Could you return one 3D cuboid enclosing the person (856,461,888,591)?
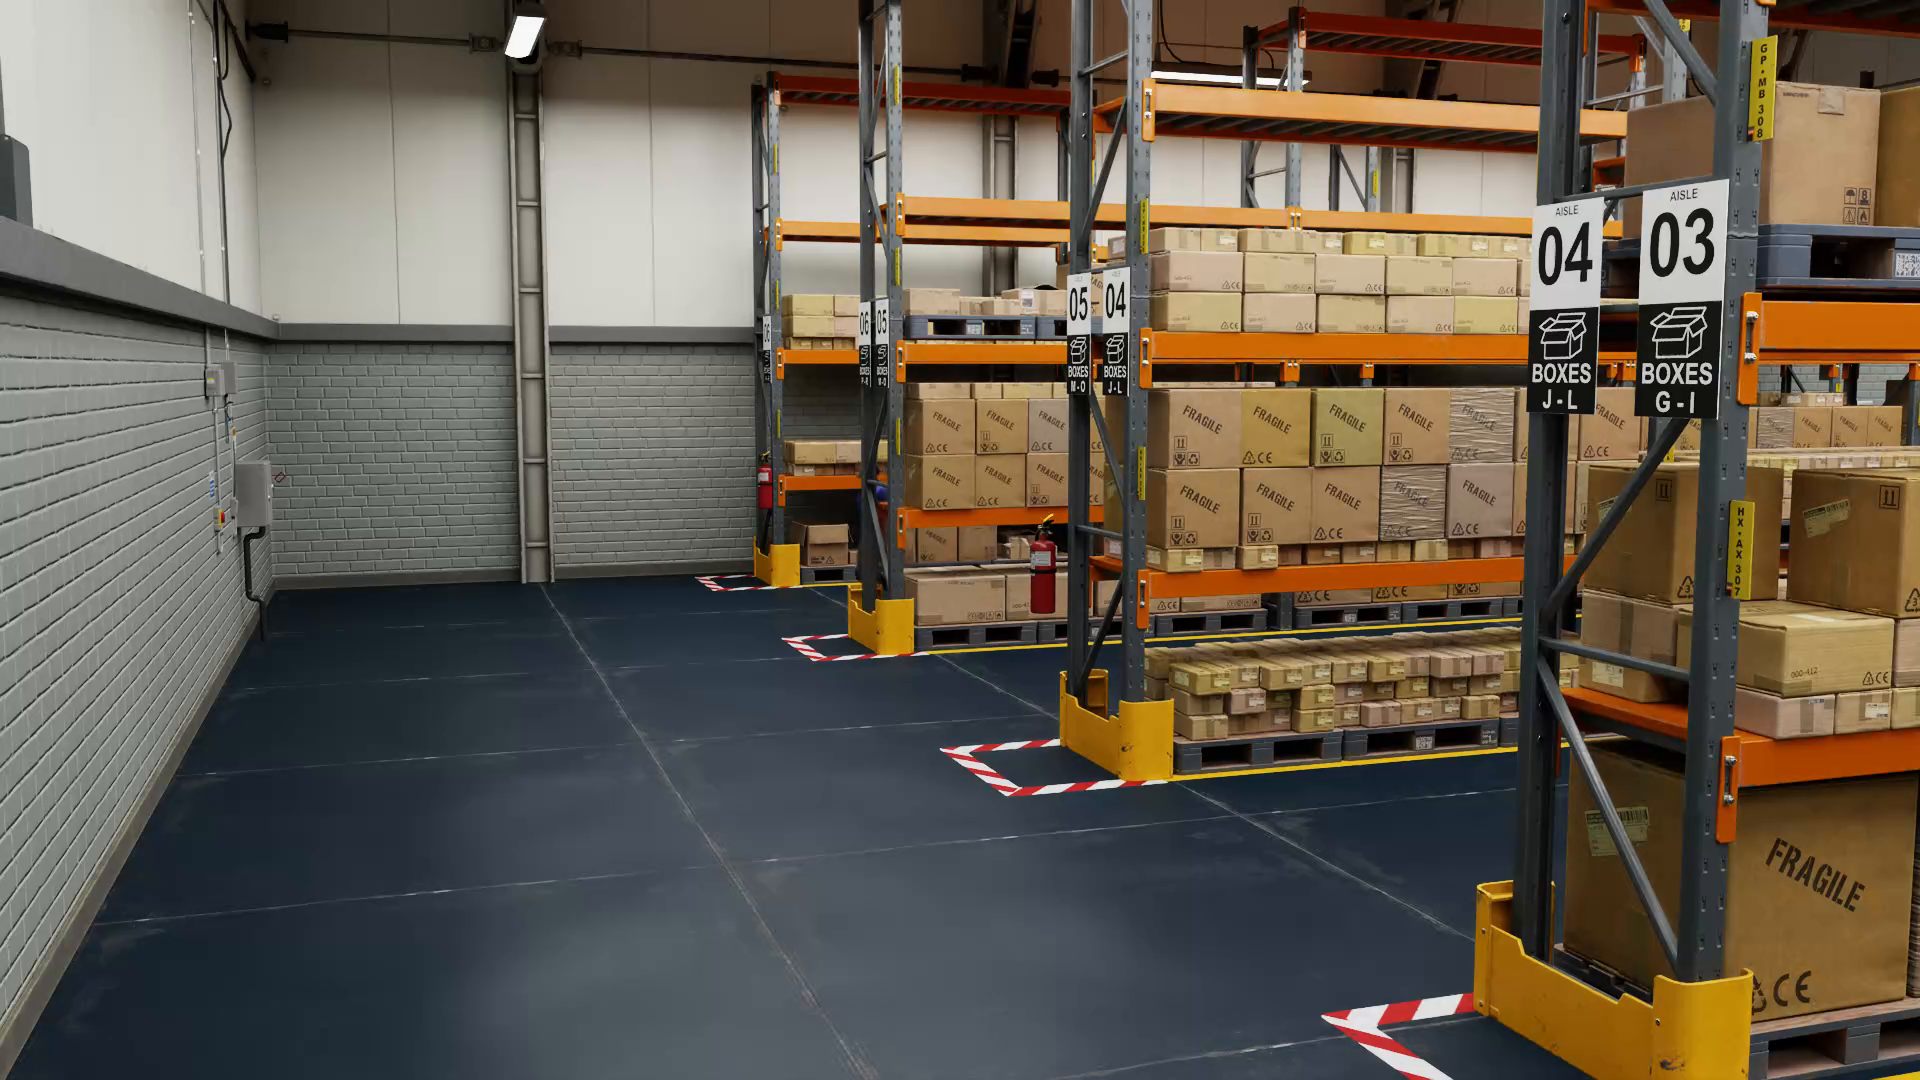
[{"bbox_3d":[-0.838,-0.031,17.174,0.580,1.645,0.496,-2,6,-20],"label":"person"}]
